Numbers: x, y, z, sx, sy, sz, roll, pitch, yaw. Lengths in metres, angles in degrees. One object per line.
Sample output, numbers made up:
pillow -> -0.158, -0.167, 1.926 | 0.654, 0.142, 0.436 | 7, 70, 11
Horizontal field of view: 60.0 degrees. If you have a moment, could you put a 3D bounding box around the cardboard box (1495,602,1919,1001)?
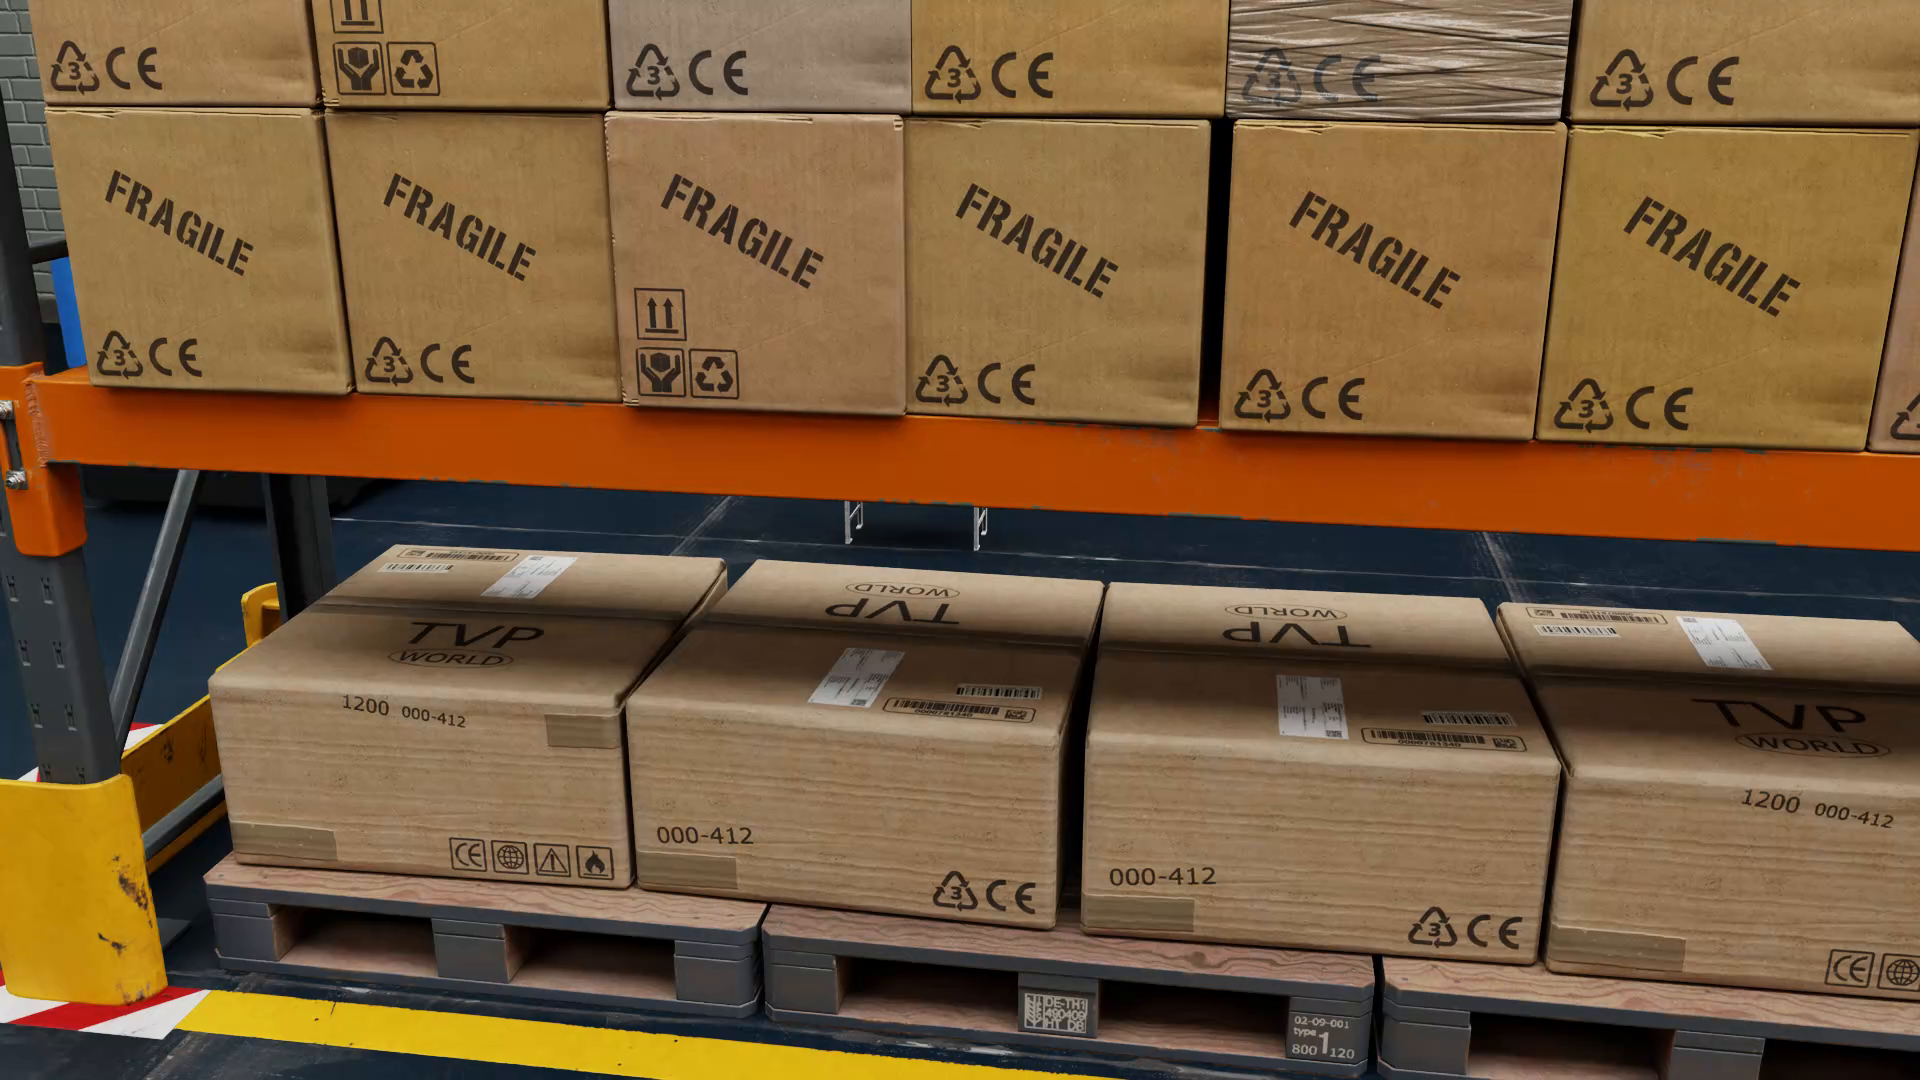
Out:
cardboard box -> 1.612, 0.504, 3.446 | 0.875, 0.438, 0.875 | 3, 19, 8

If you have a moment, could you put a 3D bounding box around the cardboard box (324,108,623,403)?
cardboard box -> -0.802, -0.565, 3.106 | 0.500, 0.500, 0.500 | 3, 19, 8

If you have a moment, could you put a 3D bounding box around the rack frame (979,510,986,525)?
rack frame -> 0.078, -0.565, 6.102 | 0.006, 1.046, 0.228 | 3, 19, 9

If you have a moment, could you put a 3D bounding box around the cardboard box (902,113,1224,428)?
cardboard box -> 0.194, -0.513, 2.952 | 0.500, 0.500, 0.500 | 4, 19, 10

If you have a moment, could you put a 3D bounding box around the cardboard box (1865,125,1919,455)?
cardboard box -> 1.716, -0.437, 2.725 | 0.500, 0.500, 0.500 | 3, 19, 9

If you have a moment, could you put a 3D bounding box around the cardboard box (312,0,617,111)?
cardboard box -> -0.795, -1.032, 2.928 | 0.500, 0.500, 0.500 | 2, 19, 7

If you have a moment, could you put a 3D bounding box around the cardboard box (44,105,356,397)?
cardboard box -> -1.306, -0.581, 3.156 | 0.500, 0.500, 0.500 | 3, 19, 8

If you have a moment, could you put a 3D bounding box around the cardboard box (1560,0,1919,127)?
cardboard box -> 1.205, -0.934, 2.633 | 0.500, 0.500, 0.500 | 3, 19, 8

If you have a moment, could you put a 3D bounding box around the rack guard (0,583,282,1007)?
rack guard -> -1.758, 0.536, 3.913 | 0.348, 0.500, 1.175 | 3, 19, 9

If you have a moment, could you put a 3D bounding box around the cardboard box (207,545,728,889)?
cardboard box -> -1.067, 0.370, 3.847 | 0.875, 0.438, 0.875 | 2, 19, 7

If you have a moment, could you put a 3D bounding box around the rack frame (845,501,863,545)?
rack frame -> -0.404, -0.590, 6.174 | 0.015, 1.200, 0.240 | 3, 19, 9

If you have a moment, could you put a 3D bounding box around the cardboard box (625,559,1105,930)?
cardboard box -> -0.162, 0.413, 3.717 | 0.875, 0.438, 0.875 | 3, 19, 10

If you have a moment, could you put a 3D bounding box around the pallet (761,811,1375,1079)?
pallet -> 0.268, 0.752, 3.722 | 1.213, 0.211, 1.003 | 3, 19, 9

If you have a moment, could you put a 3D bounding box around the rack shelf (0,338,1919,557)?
rack shelf -> 0.240, -0.206, 3.326 | 4.000, 0.370, 1.077 | 3, 19, 9

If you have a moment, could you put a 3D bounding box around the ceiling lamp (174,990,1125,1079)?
ceiling lamp -> 0.131, 1.052, 3.160 | 3.459, 0.001, 0.159 | 3, 19, 9

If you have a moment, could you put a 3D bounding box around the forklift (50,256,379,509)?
forklift -> -2.724, -0.631, 3.709 | 2.598, 2.843, 10.829 | 3, 19, 10

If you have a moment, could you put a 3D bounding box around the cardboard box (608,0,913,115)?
cardboard box -> -0.285, -1.009, 2.858 | 0.500, 0.500, 0.500 | 3, 19, 8

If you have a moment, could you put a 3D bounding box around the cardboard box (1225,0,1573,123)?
cardboard box -> 1.057, -1.421, 2.472 | 1.234, 1.526, 0.509 | 4, 19, 10

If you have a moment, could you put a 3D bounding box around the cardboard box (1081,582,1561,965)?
cardboard box -> 0.728, 0.459, 3.580 | 0.875, 0.438, 0.875 | 2, 19, 7

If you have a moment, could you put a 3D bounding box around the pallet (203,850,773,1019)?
pallet -> -0.933, 0.690, 3.908 | 1.213, 0.211, 1.003 | 3, 19, 9

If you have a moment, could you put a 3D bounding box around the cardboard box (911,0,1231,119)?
cardboard box -> 0.208, -0.984, 2.784 | 0.500, 0.500, 0.500 | 3, 19, 9

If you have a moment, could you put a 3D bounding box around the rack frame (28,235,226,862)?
rack frame -> -1.734, -0.649, 3.516 | 0.053, 2.616, 0.949 | 3, 19, 9
